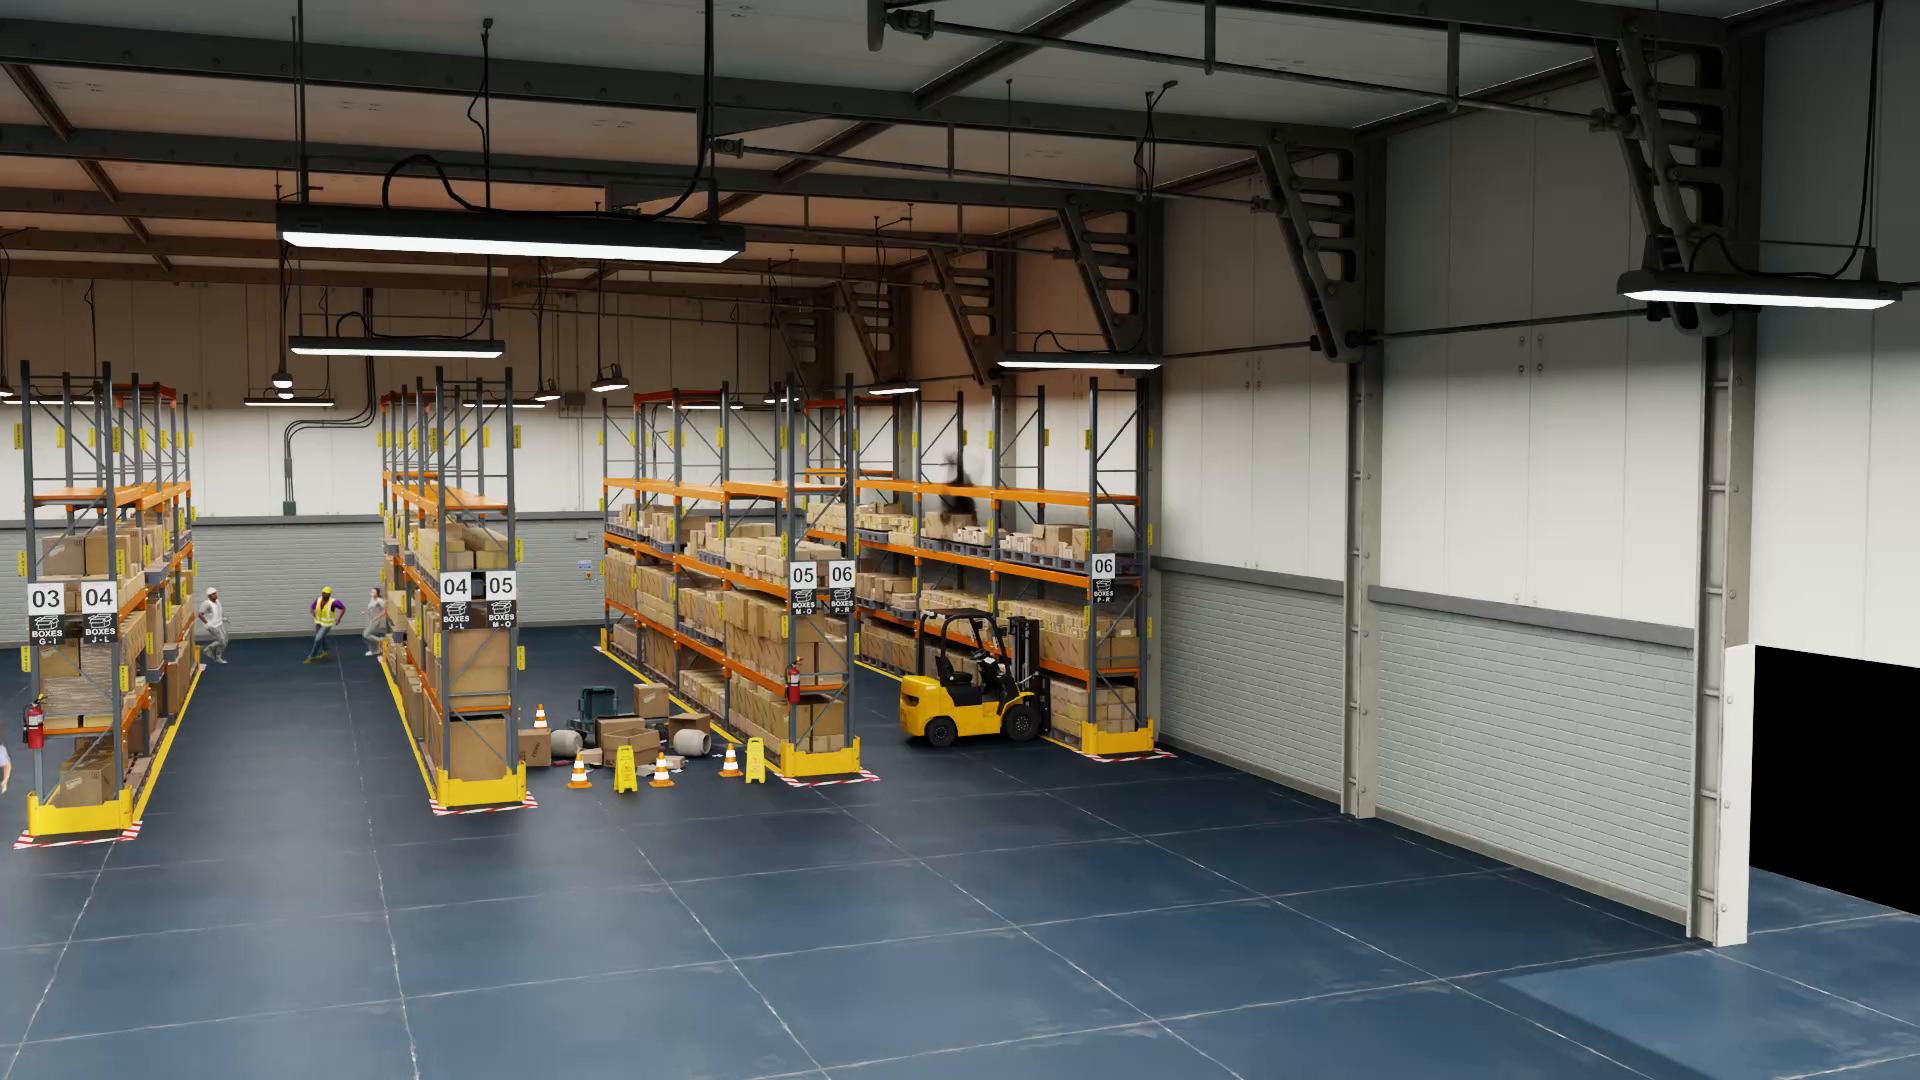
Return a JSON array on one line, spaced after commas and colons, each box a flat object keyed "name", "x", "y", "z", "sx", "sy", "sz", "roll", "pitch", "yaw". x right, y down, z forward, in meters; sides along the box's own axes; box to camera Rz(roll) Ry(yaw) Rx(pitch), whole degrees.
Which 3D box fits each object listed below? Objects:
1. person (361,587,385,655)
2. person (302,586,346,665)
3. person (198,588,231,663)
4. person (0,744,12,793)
[{"name": "person", "x": -13.591, "y": 1.886, "z": 38.594, "sx": 0.532, "sy": 1.600, "sz": 0.570, "roll": -3, "pitch": 5, "yaw": -44}, {"name": "person", "x": -14.262, "y": 1.902, "z": 37.297, "sx": 0.784, "sy": 1.731, "sz": 0.962, "roll": 1, "pitch": 4, "yaw": 15}, {"name": "person", "x": -16.653, "y": 1.908, "z": 37.159, "sx": 0.522, "sy": 1.707, "sz": 0.738, "roll": 0, "pitch": 3, "yaw": 2}, {"name": "person", "x": -11.783, "y": 3.012, "z": 20.021, "sx": 0.527, "sy": 1.582, "sz": 0.679, "roll": 2, "pitch": 4, "yaw": 34}]
